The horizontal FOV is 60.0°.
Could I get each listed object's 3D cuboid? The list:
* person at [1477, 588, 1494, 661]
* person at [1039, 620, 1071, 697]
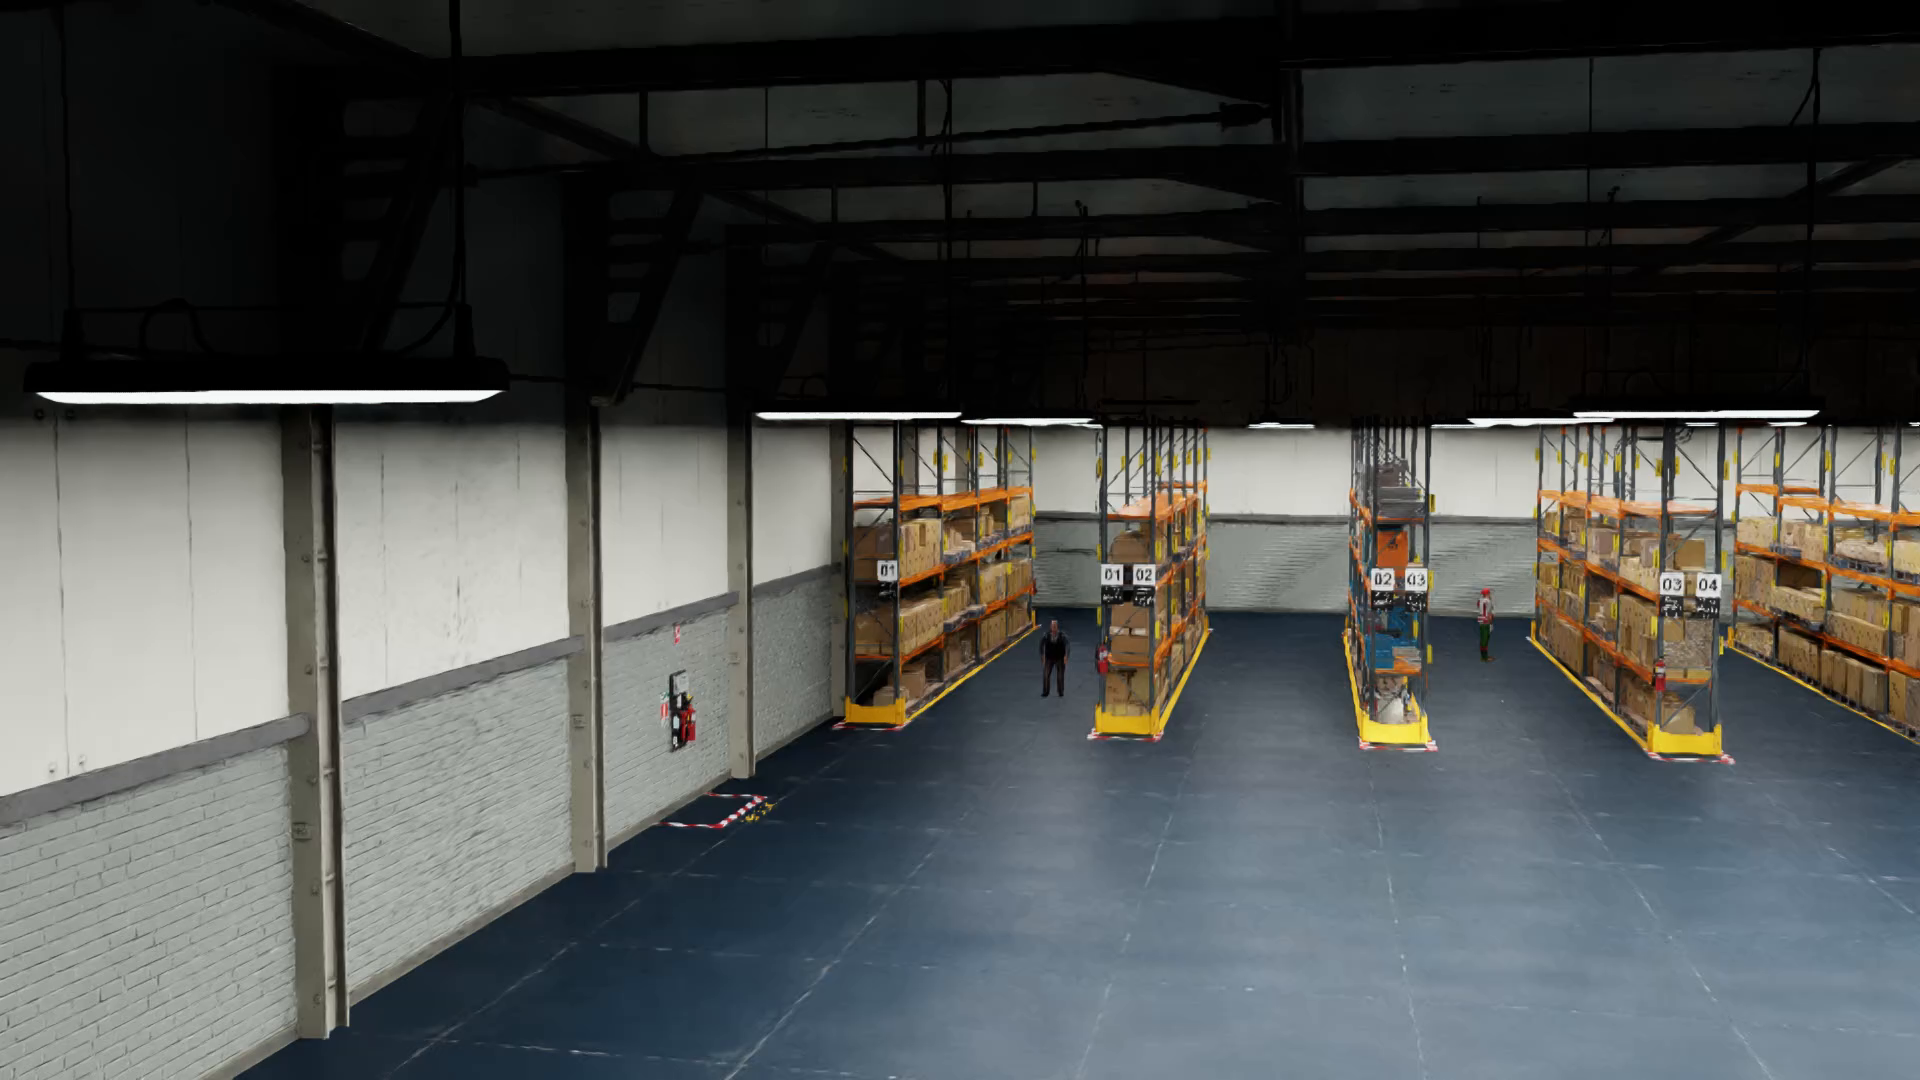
[{"bbox_3d":[13.044,2.073,41.146,0.441,1.789,0.603,-1,4,-10],"label":"person"},{"bbox_3d":[2.022,2.531,35.508,0.677,1.671,0.534,1,4,9],"label":"person"}]
